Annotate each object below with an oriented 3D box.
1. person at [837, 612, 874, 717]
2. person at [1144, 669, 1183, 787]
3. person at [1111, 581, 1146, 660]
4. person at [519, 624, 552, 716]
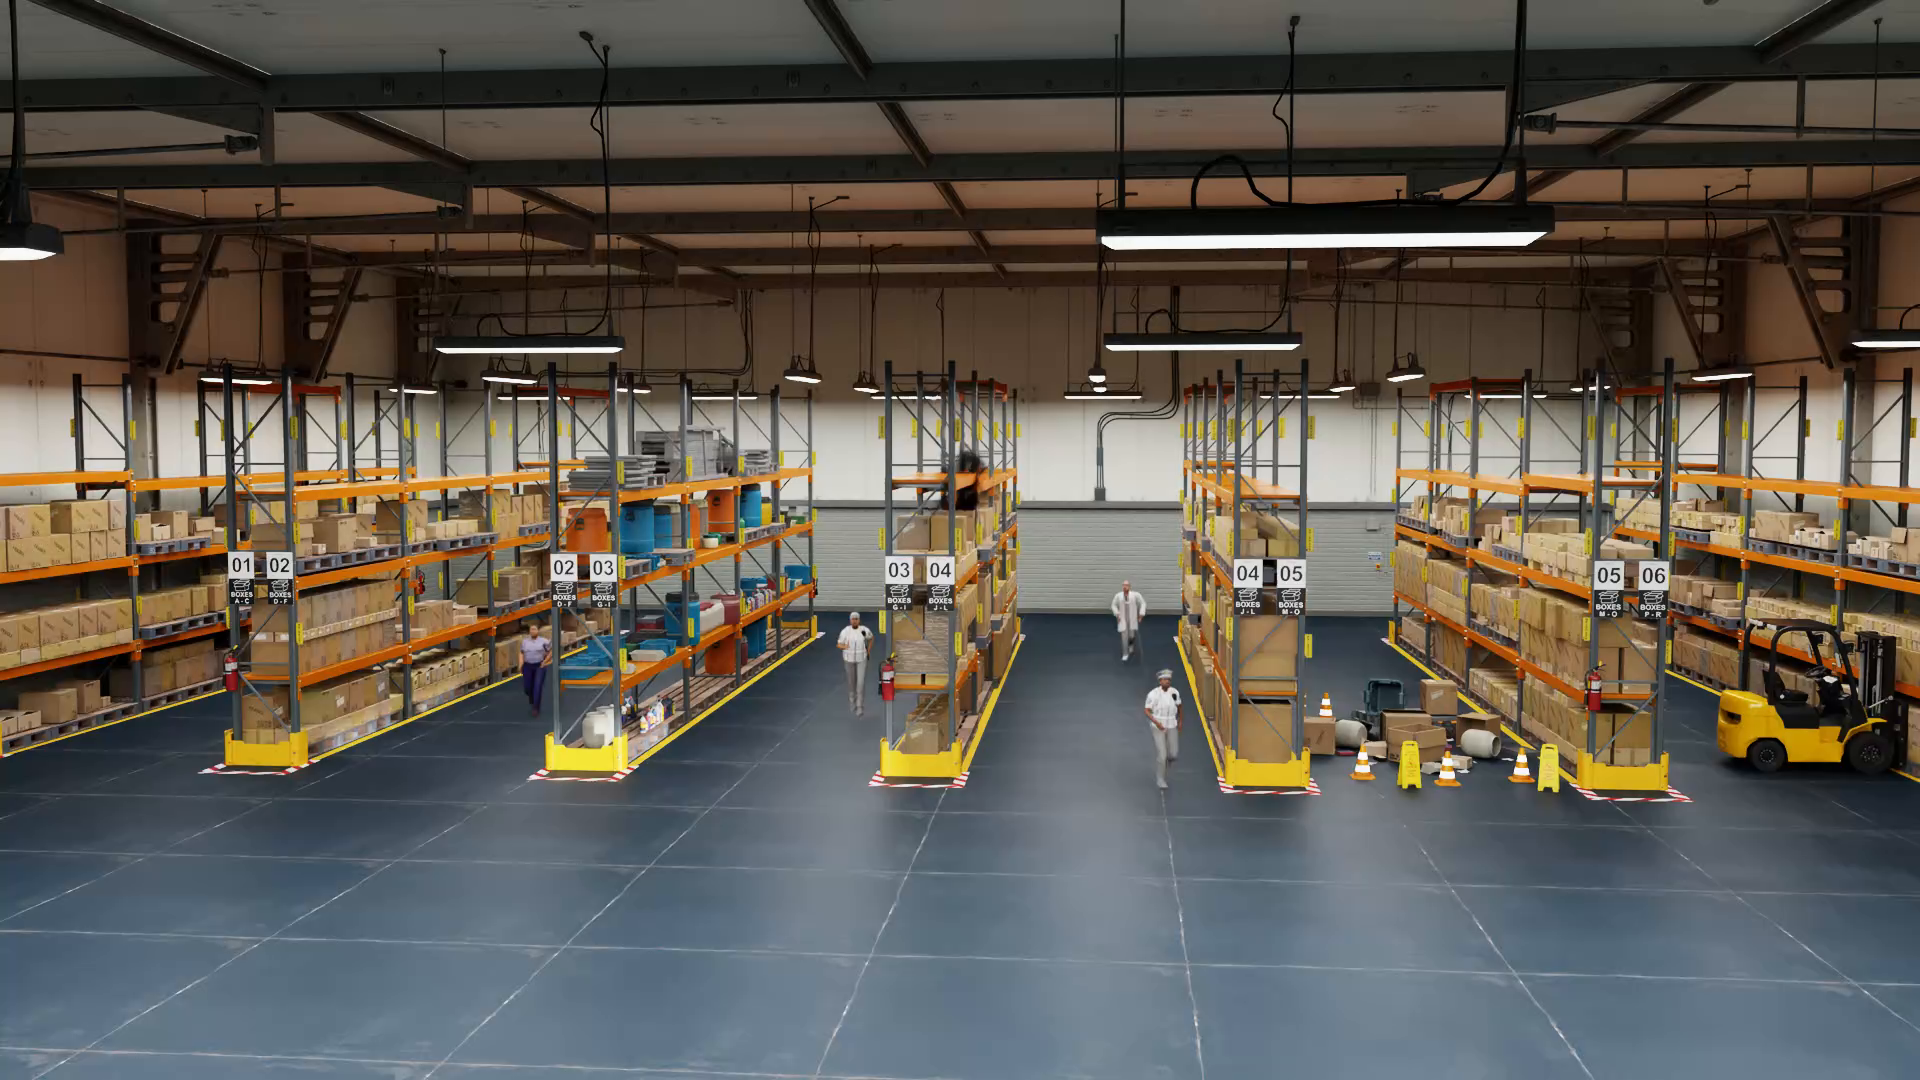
[{"bbox_3d":[-1.759,2.053,27.783,0.583,1.691,0.837,0,4,0],"label":"person"},{"bbox_3d":[2.887,2.639,23.491,0.615,1.662,0.590,-1,4,-17],"label":"person"},{"bbox_3d":[3.663,1.758,36.268,0.739,1.742,0.701,1,4,13],"label":"person"},{"bbox_3d":[-7.506,2.282,29.421,0.614,1.609,0.575,0,4,-3],"label":"person"}]
